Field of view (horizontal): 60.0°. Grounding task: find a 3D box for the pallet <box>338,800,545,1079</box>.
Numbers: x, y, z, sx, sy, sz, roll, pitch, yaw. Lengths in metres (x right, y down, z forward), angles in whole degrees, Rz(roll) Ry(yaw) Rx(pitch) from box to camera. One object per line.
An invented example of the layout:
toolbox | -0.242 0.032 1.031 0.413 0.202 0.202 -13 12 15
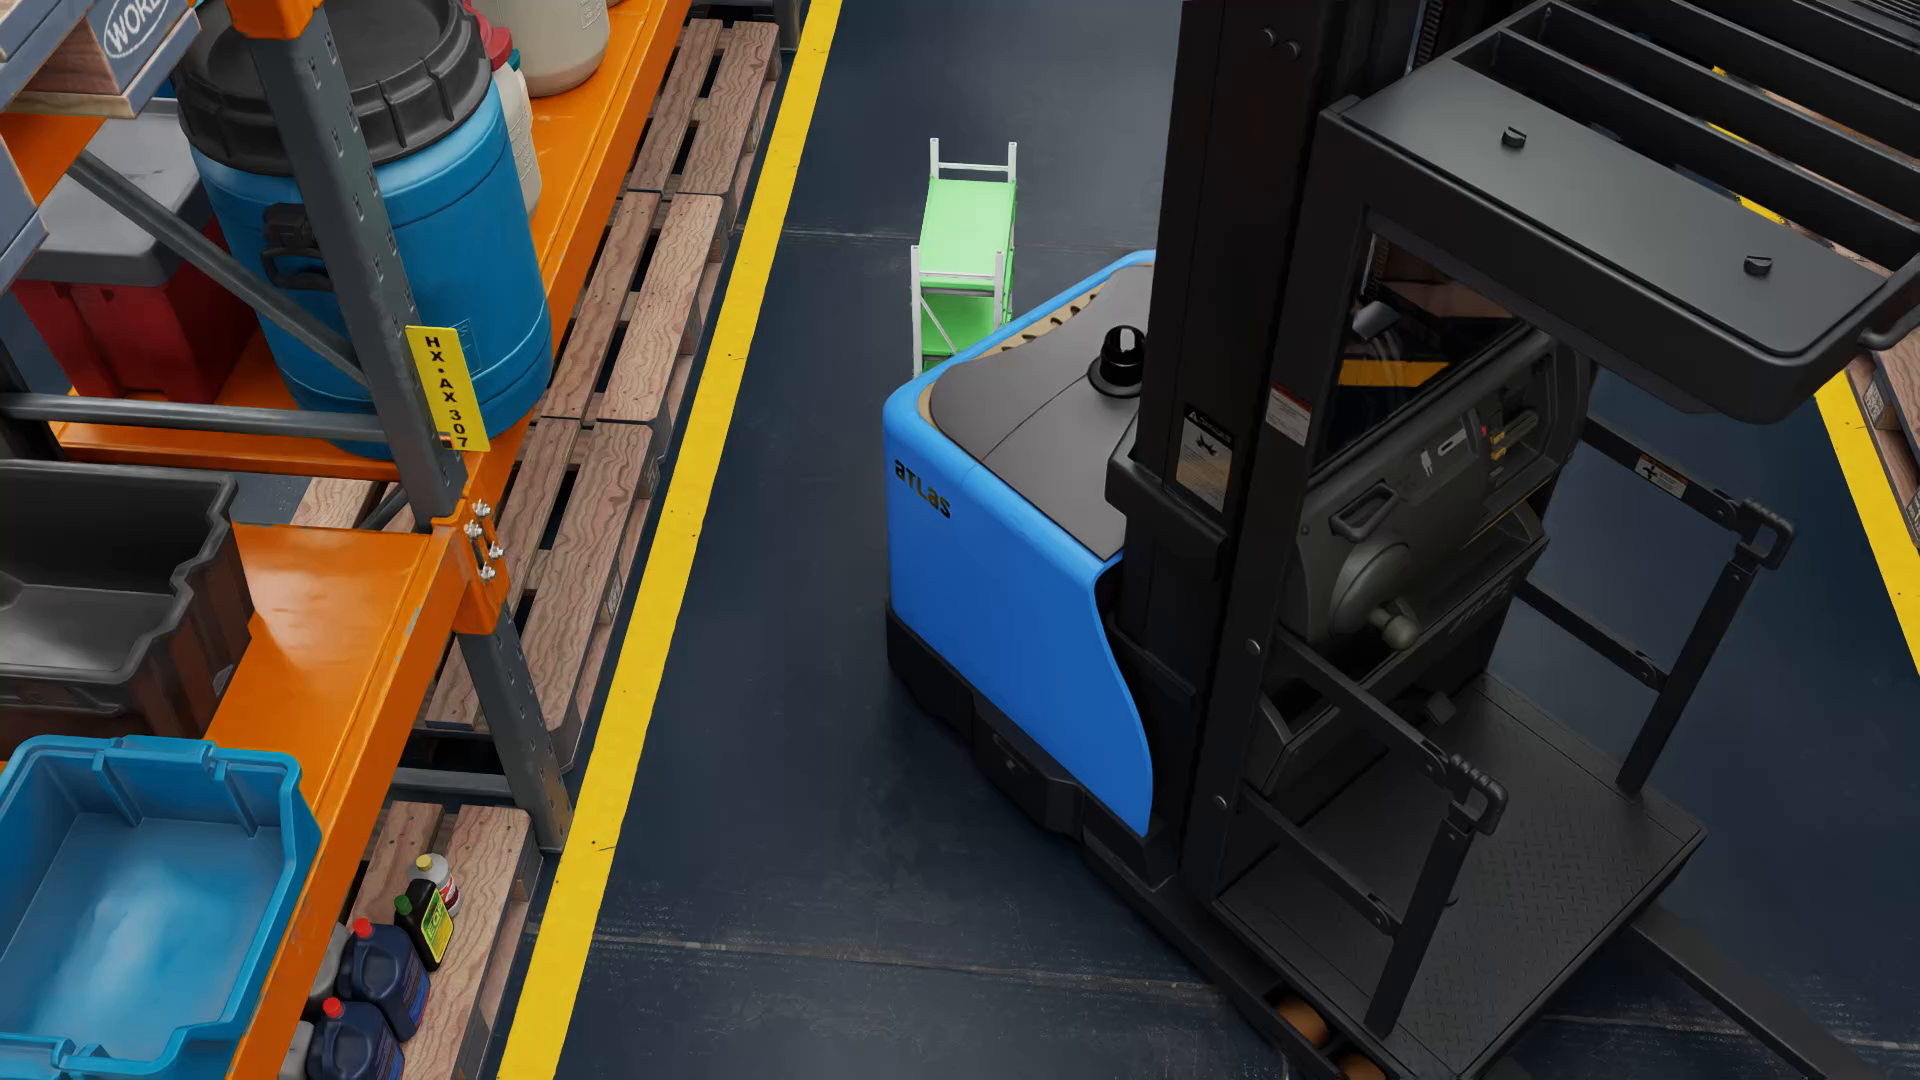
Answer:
pallet | -1.663 1.184 4.024 1.003 0.211 1.213 4 48 4

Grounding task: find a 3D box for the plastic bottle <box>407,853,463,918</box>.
plastic bottle | -1.283 0.836 4.051 0.097 0.201 0.097 0 48 0

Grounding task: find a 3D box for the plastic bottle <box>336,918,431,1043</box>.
plastic bottle | -1.332 0.990 3.808 0.144 0.351 0.185 3 48 2

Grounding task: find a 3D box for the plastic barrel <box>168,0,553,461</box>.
plastic barrel | -1.224 -0.681 3.500 0.600 0.901 0.708 4 48 4

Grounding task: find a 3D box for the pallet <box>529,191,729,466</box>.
pallet | -1.419 -0.785 5.825 1.003 0.211 1.213 4 48 4

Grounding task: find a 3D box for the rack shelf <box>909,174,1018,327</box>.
rack shelf | 0.015 -0.807 4.611 0.258 0.148 0.480 4 48 4

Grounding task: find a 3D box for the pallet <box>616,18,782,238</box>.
pallet | -1.305 -1.679 6.643 1.003 0.211 1.213 4 48 4

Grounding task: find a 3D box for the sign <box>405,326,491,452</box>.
sign | -1.014 -0.296 3.301 0.100 0.325 0.005 4 48 4

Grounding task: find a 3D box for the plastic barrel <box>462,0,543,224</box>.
plastic barrel | -1.255 -0.982 4.023 0.433 0.535 0.433 0 48 0

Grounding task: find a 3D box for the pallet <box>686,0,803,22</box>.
pallet | -1.166 -2.828 7.694 1.003 0.211 1.213 4 48 4

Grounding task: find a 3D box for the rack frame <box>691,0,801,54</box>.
rack frame | -1.196 -3.187 6.132 1.000 3.000 0.127 4 48 4

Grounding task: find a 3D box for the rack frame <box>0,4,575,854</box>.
rack frame | -1.561 -0.248 3.444 1.000 3.000 0.127 4 48 4

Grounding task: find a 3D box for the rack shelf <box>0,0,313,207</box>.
rack shelf | -1.743 0.452 1.258 1.077 0.370 4.000 4 48 4

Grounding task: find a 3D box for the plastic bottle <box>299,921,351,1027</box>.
plastic bottle | -1.476 0.981 3.817 0.144 0.351 0.185 4 48 4

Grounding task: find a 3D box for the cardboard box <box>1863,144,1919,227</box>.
cardboard box | 3.657 -1.257 5.763 0.700 0.500 0.500 0 48 0

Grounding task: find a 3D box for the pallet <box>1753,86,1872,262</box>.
pallet | 3.664 -1.339 6.331 1.003 0.211 1.213 4 48 4

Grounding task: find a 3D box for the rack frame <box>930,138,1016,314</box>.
rack frame | 0.037 -0.706 5.083 0.240 1.200 0.015 4 48 4

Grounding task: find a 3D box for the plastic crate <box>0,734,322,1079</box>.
plastic crate | -1.391 0.634 2.738 0.499 0.251 0.616 4 48 4

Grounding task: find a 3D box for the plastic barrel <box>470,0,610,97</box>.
plastic barrel | -1.188 -1.521 4.516 0.433 0.535 0.433 0 48 0

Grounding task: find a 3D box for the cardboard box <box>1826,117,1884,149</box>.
cardboard box | 3.695 -1.665 6.136 0.700 0.500 0.500 2 48 1

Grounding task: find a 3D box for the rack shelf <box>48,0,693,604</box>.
rack shelf | -1.378 -1.475 5.054 1.077 0.370 4.000 4 48 4

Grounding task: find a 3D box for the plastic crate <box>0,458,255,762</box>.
plastic crate | -1.735 0.149 3.123 0.767 0.338 0.504 4 48 4

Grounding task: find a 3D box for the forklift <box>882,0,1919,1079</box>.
forklift | 1.139 -0.033 3.294 1.130 2.935 3.031 -33 56 -26

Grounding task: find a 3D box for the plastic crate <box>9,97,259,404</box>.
plastic crate | -1.821 -0.646 3.765 0.402 0.464 0.583 4 48 4

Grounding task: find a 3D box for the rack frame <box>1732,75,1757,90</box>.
rack frame | 3.736 -2.854 5.828 1.000 3.000 0.127 4 48 4

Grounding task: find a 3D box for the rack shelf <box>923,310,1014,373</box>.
rack shelf | 0.015 -0.483 4.966 0.258 0.148 0.480 4 48 4

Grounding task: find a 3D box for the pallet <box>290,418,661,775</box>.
pallet | -1.528 0.114 5.003 1.003 0.211 1.213 4 48 4

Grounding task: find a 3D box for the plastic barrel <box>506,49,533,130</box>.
plastic barrel | -1.287 -1.163 4.375 0.301 0.262 0.301 0 48 0

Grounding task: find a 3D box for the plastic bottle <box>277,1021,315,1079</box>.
plastic bottle | -1.500 1.165 3.699 0.152 0.276 0.135 4 48 4

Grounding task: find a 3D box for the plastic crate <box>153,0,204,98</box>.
plastic crate | -1.770 -1.074 4.210 0.392 0.384 0.575 4 48 4

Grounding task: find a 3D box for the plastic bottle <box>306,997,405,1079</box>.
plastic bottle | -1.350 1.131 3.679 0.144 0.351 0.185 2 48 2

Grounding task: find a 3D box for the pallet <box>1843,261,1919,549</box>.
pallet | 3.550 -0.445 5.514 1.003 0.211 1.213 4 48 4

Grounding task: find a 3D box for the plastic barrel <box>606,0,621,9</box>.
plastic barrel | -1.149 -1.839 4.807 0.433 0.535 0.433 0 48 0

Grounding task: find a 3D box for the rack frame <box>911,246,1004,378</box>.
rack frame | -0.007 -0.347 4.755 0.240 1.200 0.015 4 48 4

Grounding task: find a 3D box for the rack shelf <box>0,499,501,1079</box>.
rack shelf | -1.743 1.465 2.365 1.077 0.370 4.000 4 48 4

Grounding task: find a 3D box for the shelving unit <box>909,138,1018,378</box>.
shelving unit | 0.015 -0.527 4.919 0.258 1.200 0.503 4 48 4

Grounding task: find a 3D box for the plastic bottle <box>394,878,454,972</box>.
plastic bottle | -1.276 0.896 3.940 0.061 0.283 0.133 6 48 5

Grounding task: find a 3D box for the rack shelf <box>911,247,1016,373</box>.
rack shelf | 0.015 -0.645 4.789 0.258 0.148 0.480 4 48 4

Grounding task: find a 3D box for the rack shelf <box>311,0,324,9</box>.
rack shelf | -1.378 -2.487 3.947 1.077 0.370 4.000 4 48 4
